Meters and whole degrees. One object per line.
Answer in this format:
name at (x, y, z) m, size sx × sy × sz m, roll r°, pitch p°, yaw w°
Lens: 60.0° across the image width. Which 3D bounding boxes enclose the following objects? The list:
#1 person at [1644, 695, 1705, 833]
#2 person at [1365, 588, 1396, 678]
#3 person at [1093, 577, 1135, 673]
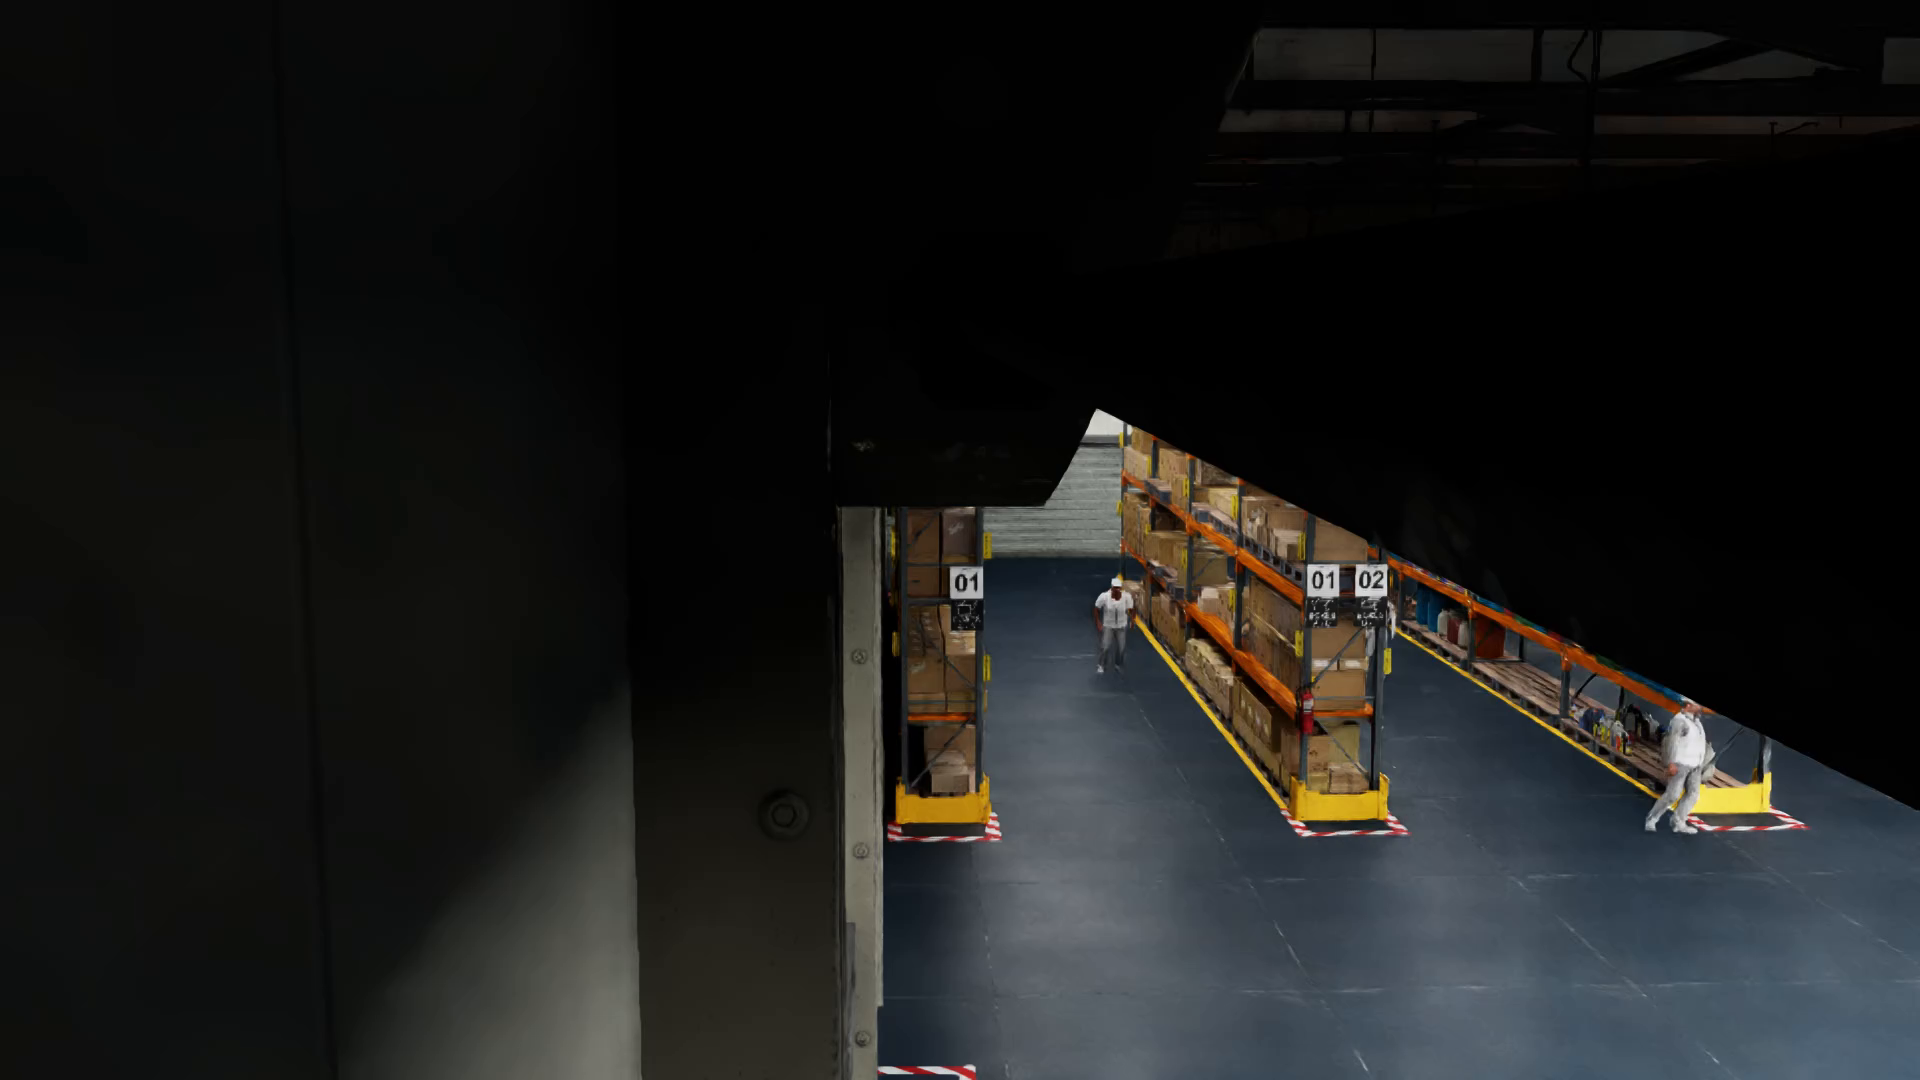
person at (8.637, 2.673, 20.045) m, size 0.708 × 1.738 × 0.515 m, roll -6°, pitch 10°, yaw -38°
person at (7.105, 1.565, 28.293) m, size 0.639 × 1.632 × 0.506 m, roll -1°, pitch 8°, yaw -4°
person at (2.658, 1.473, 28.653) m, size 0.719 × 1.714 × 0.578 m, roll -1°, pitch 8°, yaw -4°
